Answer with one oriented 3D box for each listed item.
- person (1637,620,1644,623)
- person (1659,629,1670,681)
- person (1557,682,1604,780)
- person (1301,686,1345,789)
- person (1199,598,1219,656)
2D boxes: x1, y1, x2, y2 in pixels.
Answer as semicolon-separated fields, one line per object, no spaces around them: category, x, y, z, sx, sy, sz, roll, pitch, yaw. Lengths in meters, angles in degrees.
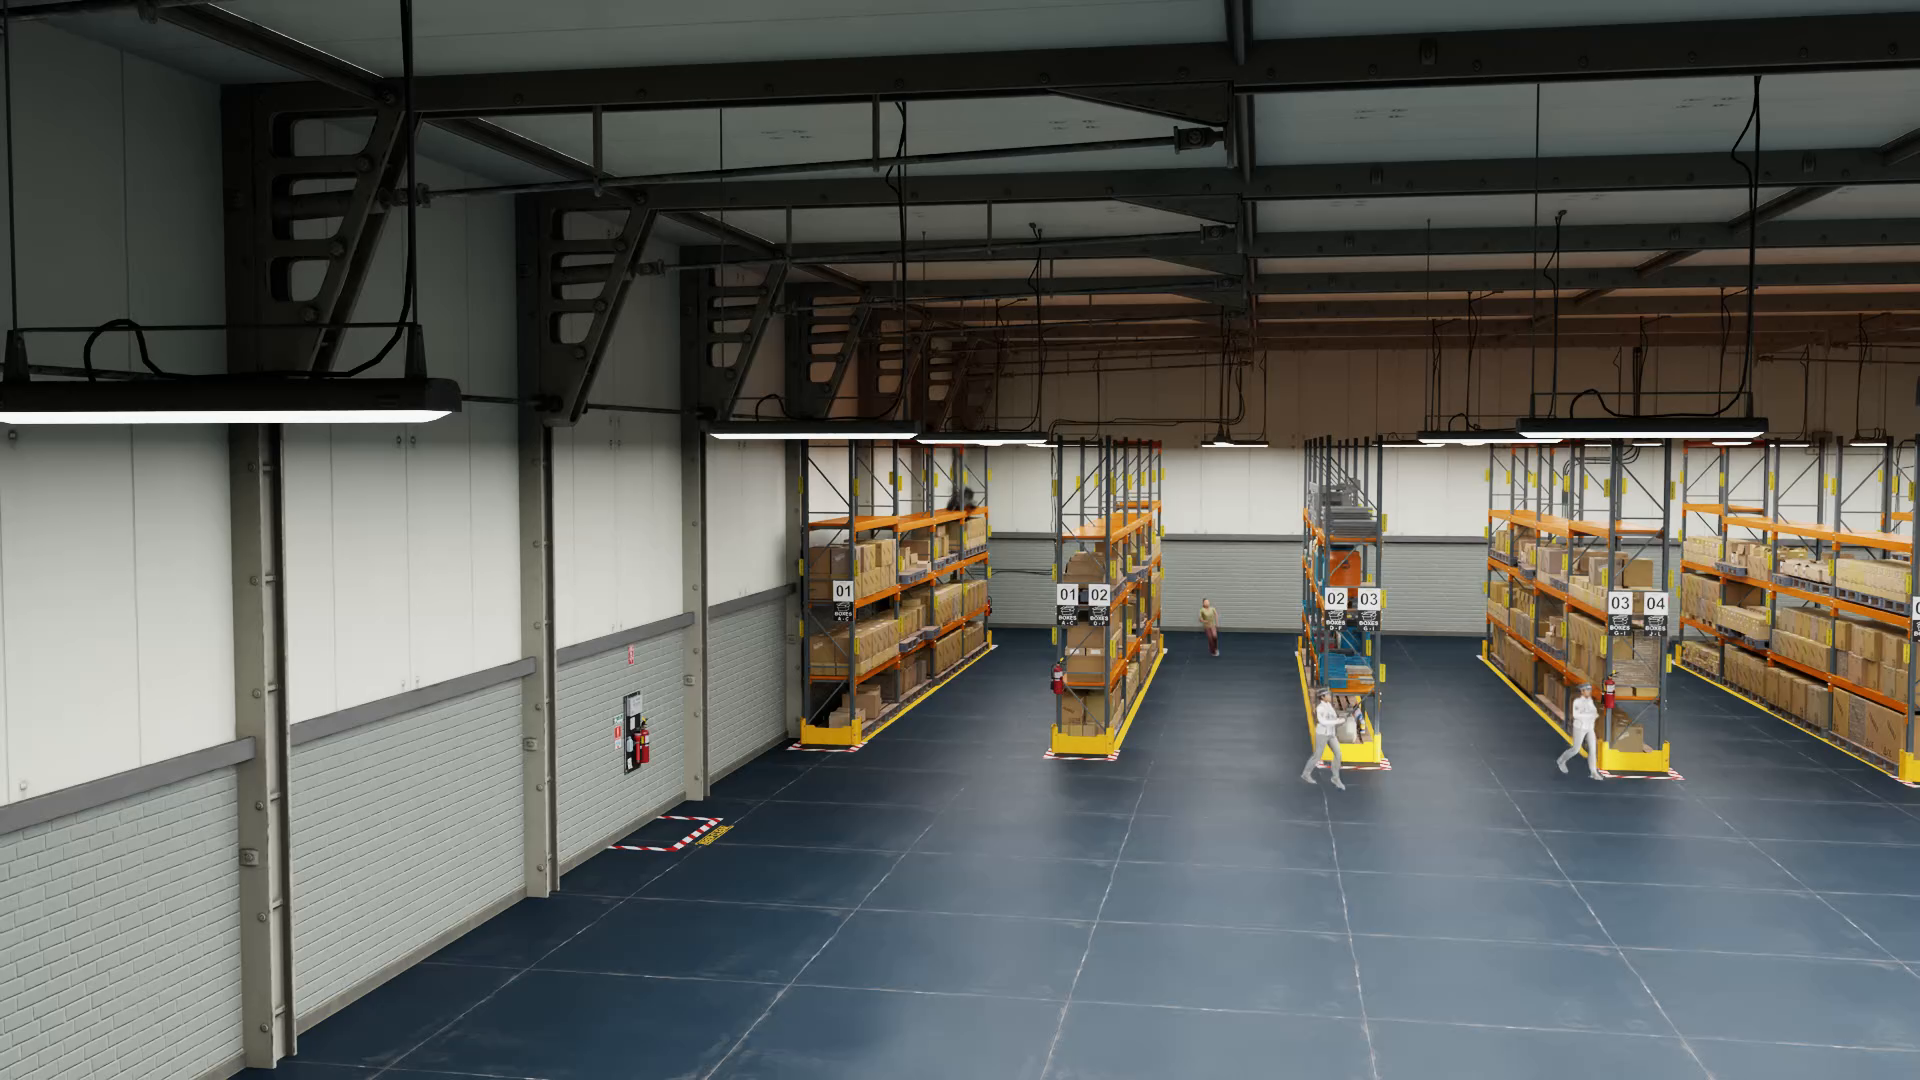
person;18.335;2.418;45.187;0.601;1.744;0.728;-1;3;-15
person;16.933;2.647;40.416;0.672;1.749;0.966;1;3;11
person;10.814;3.279;28.878;0.617;1.666;0.949;-2;3;-27
person;6.179;3.341;28.209;0.759;1.742;0.581;2;4;39
person;6.894;2.420;45.972;0.587;1.607;0.624;0;3;-2
